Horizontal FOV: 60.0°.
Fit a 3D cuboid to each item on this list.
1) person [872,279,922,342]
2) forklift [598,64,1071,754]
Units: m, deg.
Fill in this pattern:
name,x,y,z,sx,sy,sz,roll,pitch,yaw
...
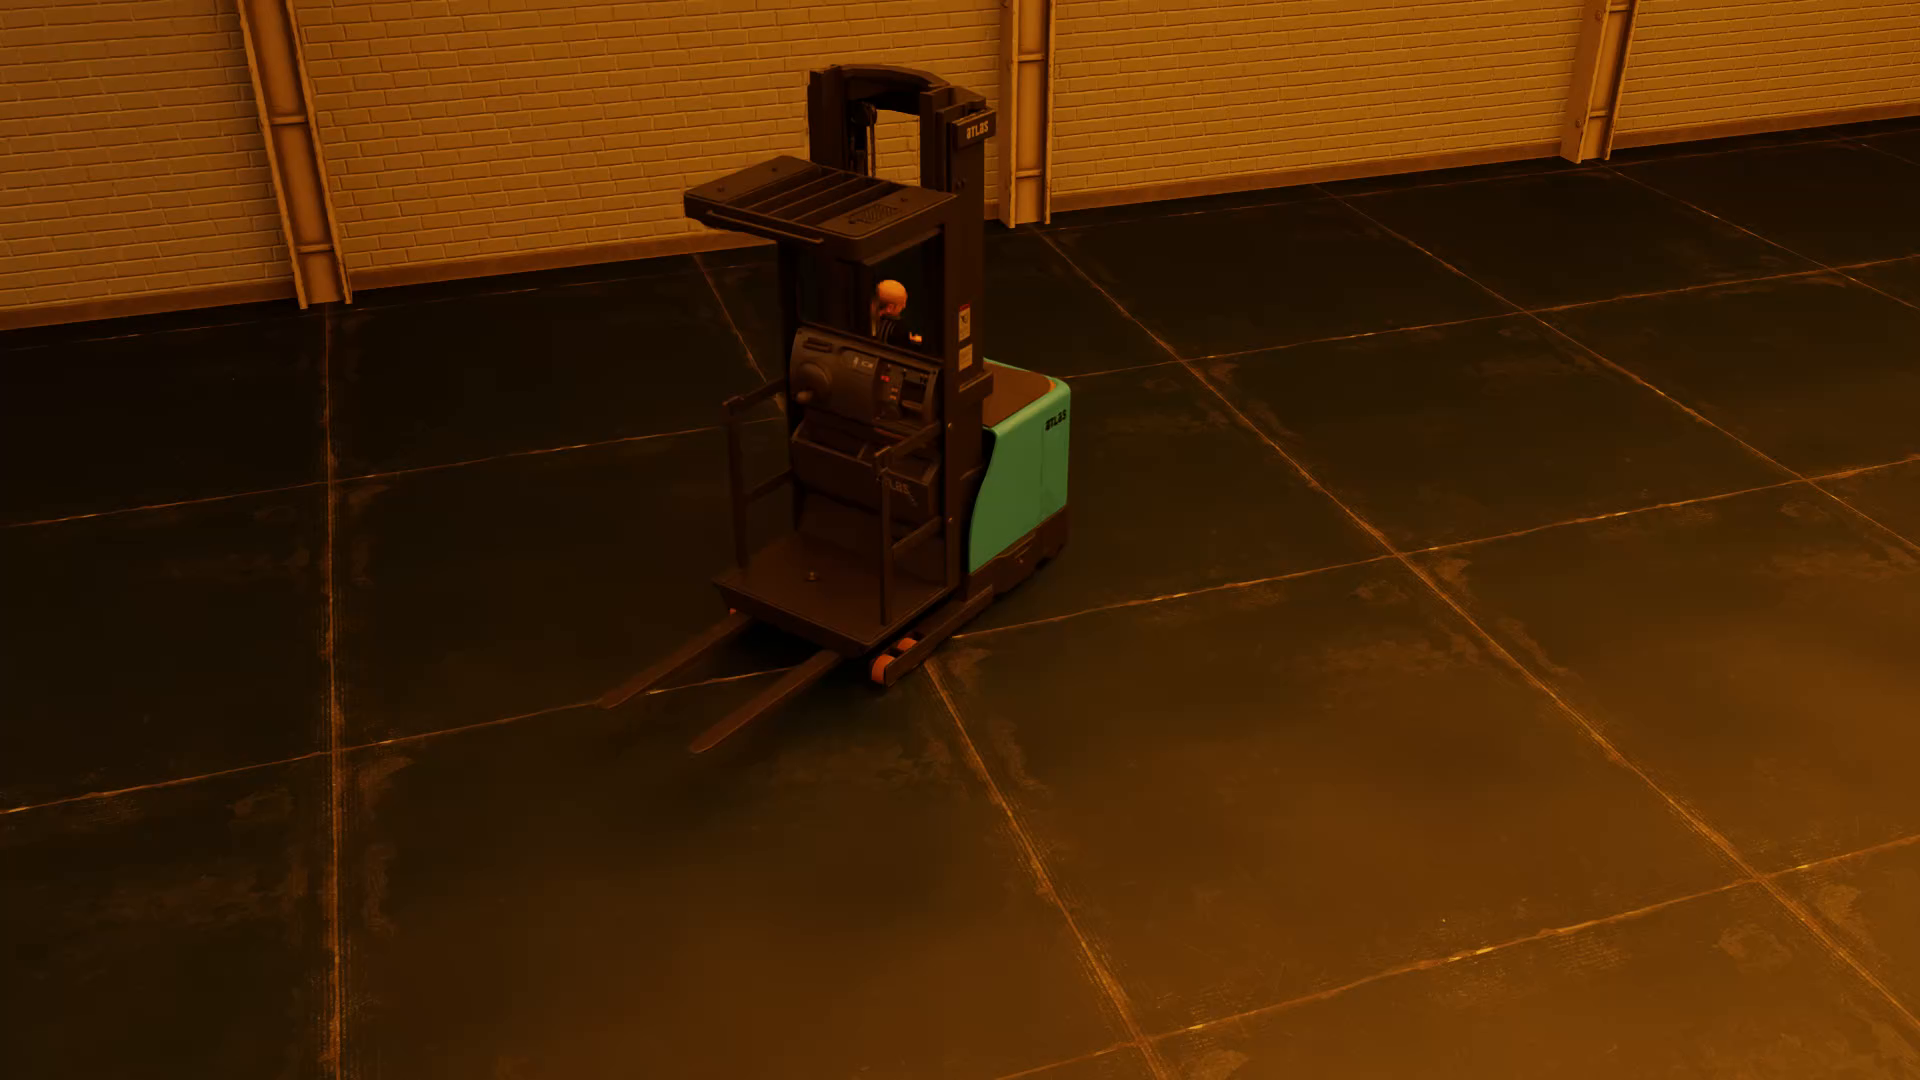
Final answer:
name,x,y,z,sx,sy,sz,roll,pitch,yaw
person,-0.413,-0.985,10.355,0.934,1.458,1.047,-6,31,-11
forklift,-0.624,-0.780,8.443,1.130,2.935,3.031,20,35,30
